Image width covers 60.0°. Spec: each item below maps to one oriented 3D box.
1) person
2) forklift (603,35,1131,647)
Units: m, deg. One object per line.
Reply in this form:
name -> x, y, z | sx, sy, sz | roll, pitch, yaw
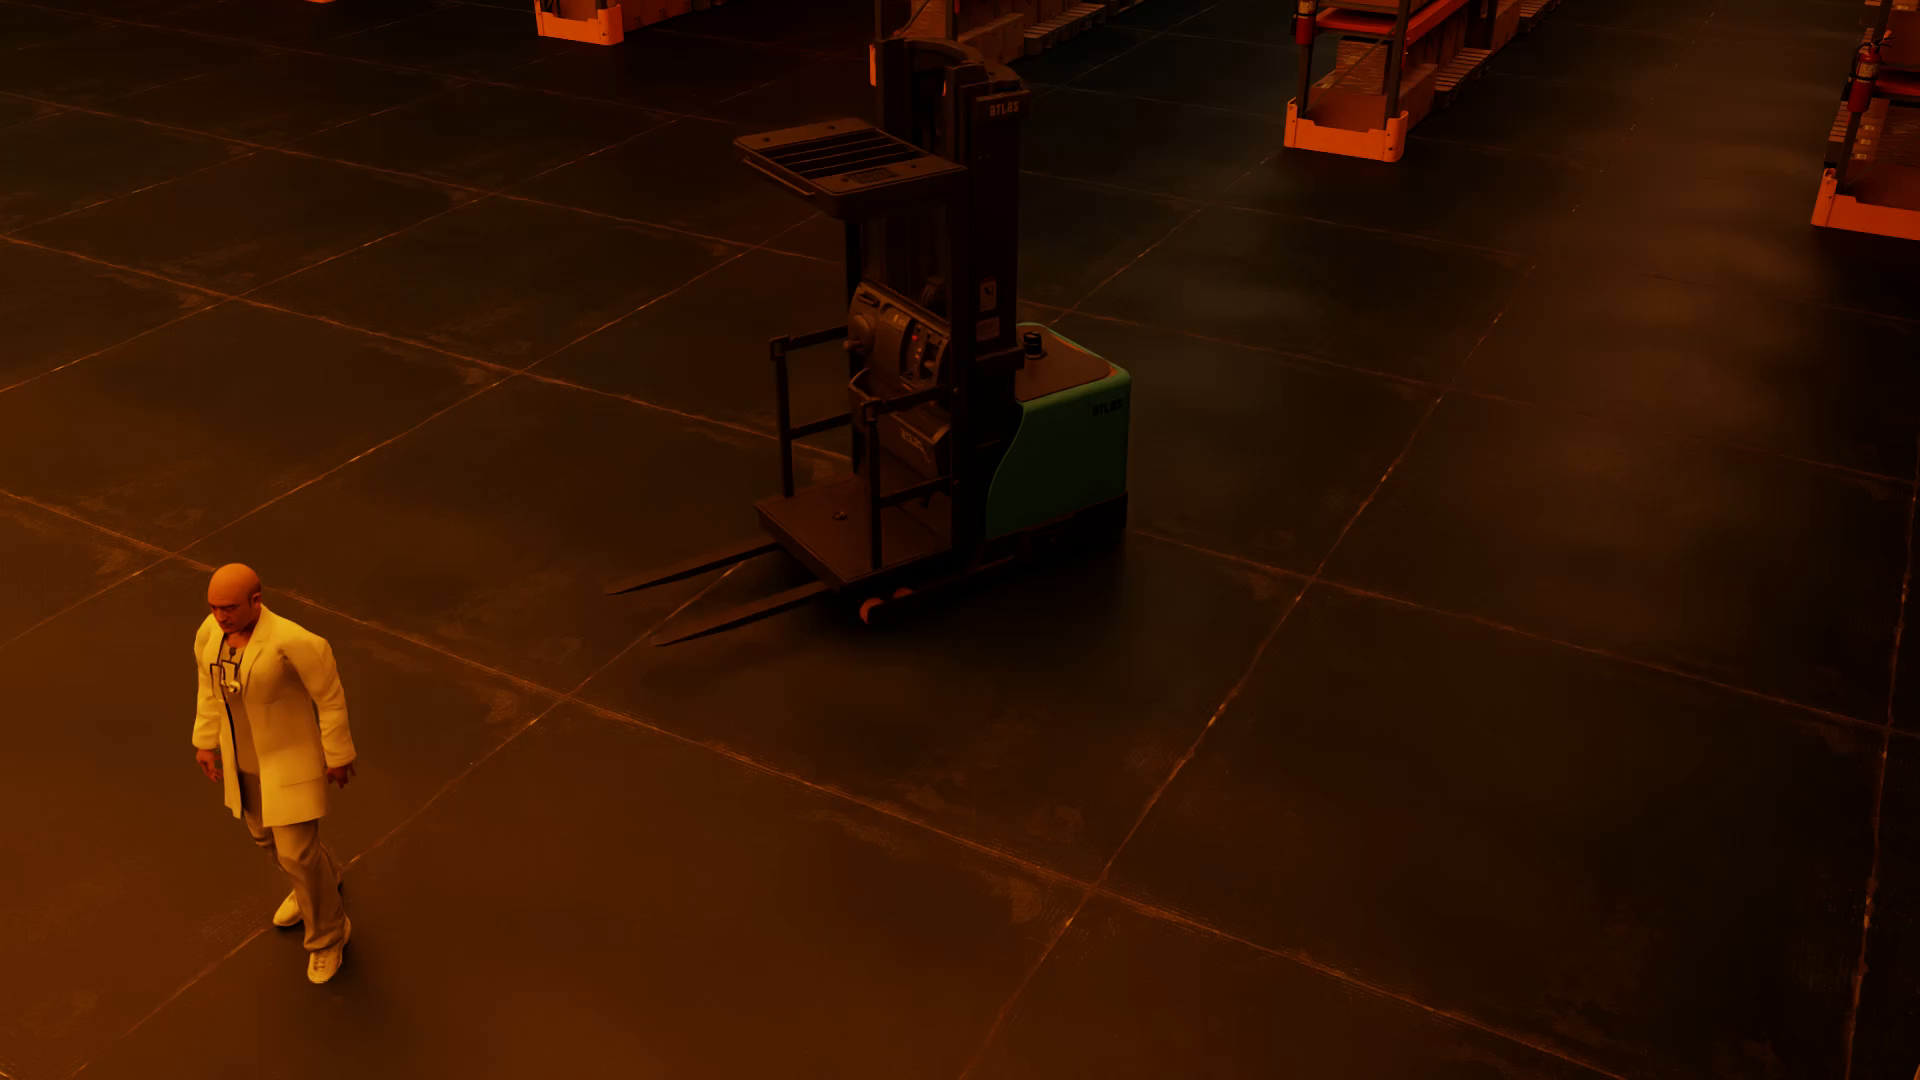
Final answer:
person -> -2.795, 0.921, 6.709 | 0.685, 1.825, 0.606 | 10, 32, 17
forklift -> -0.511, -1.086, 8.953 | 3.031, 2.935, 1.130 | -19, 35, -29
